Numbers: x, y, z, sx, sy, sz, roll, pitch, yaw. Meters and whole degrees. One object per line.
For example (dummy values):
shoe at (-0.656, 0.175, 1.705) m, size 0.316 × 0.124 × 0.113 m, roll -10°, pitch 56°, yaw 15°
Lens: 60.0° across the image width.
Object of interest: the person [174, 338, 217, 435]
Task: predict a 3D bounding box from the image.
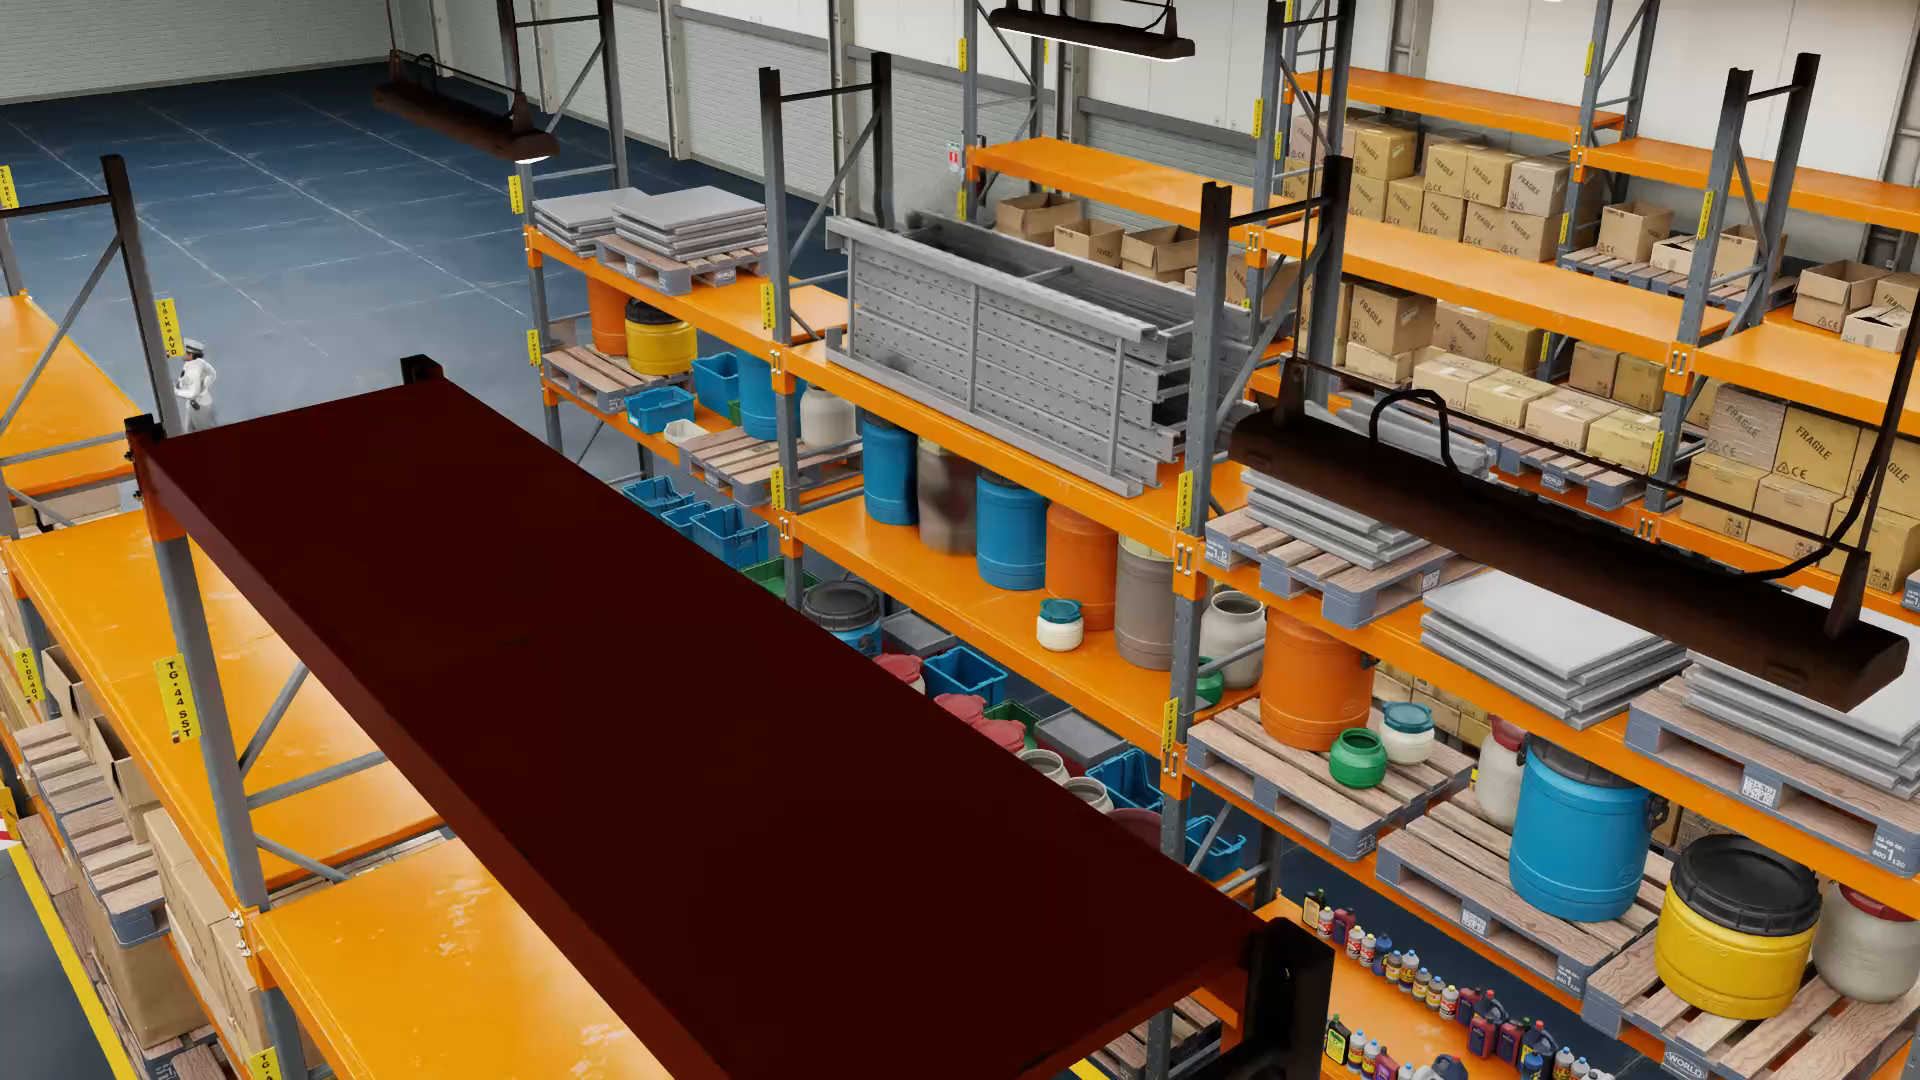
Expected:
person at (-8.926, -1.579, 19.573) m, size 0.896 × 1.670 × 0.622 m, roll -9°, pitch 27°, yaw -17°

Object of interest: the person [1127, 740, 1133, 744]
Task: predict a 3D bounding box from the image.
person at (1.458, 1.034, 13.690) m, size 0.513 × 1.570 × 0.537 m, roll 18°, pitch 31°, yaw 33°
